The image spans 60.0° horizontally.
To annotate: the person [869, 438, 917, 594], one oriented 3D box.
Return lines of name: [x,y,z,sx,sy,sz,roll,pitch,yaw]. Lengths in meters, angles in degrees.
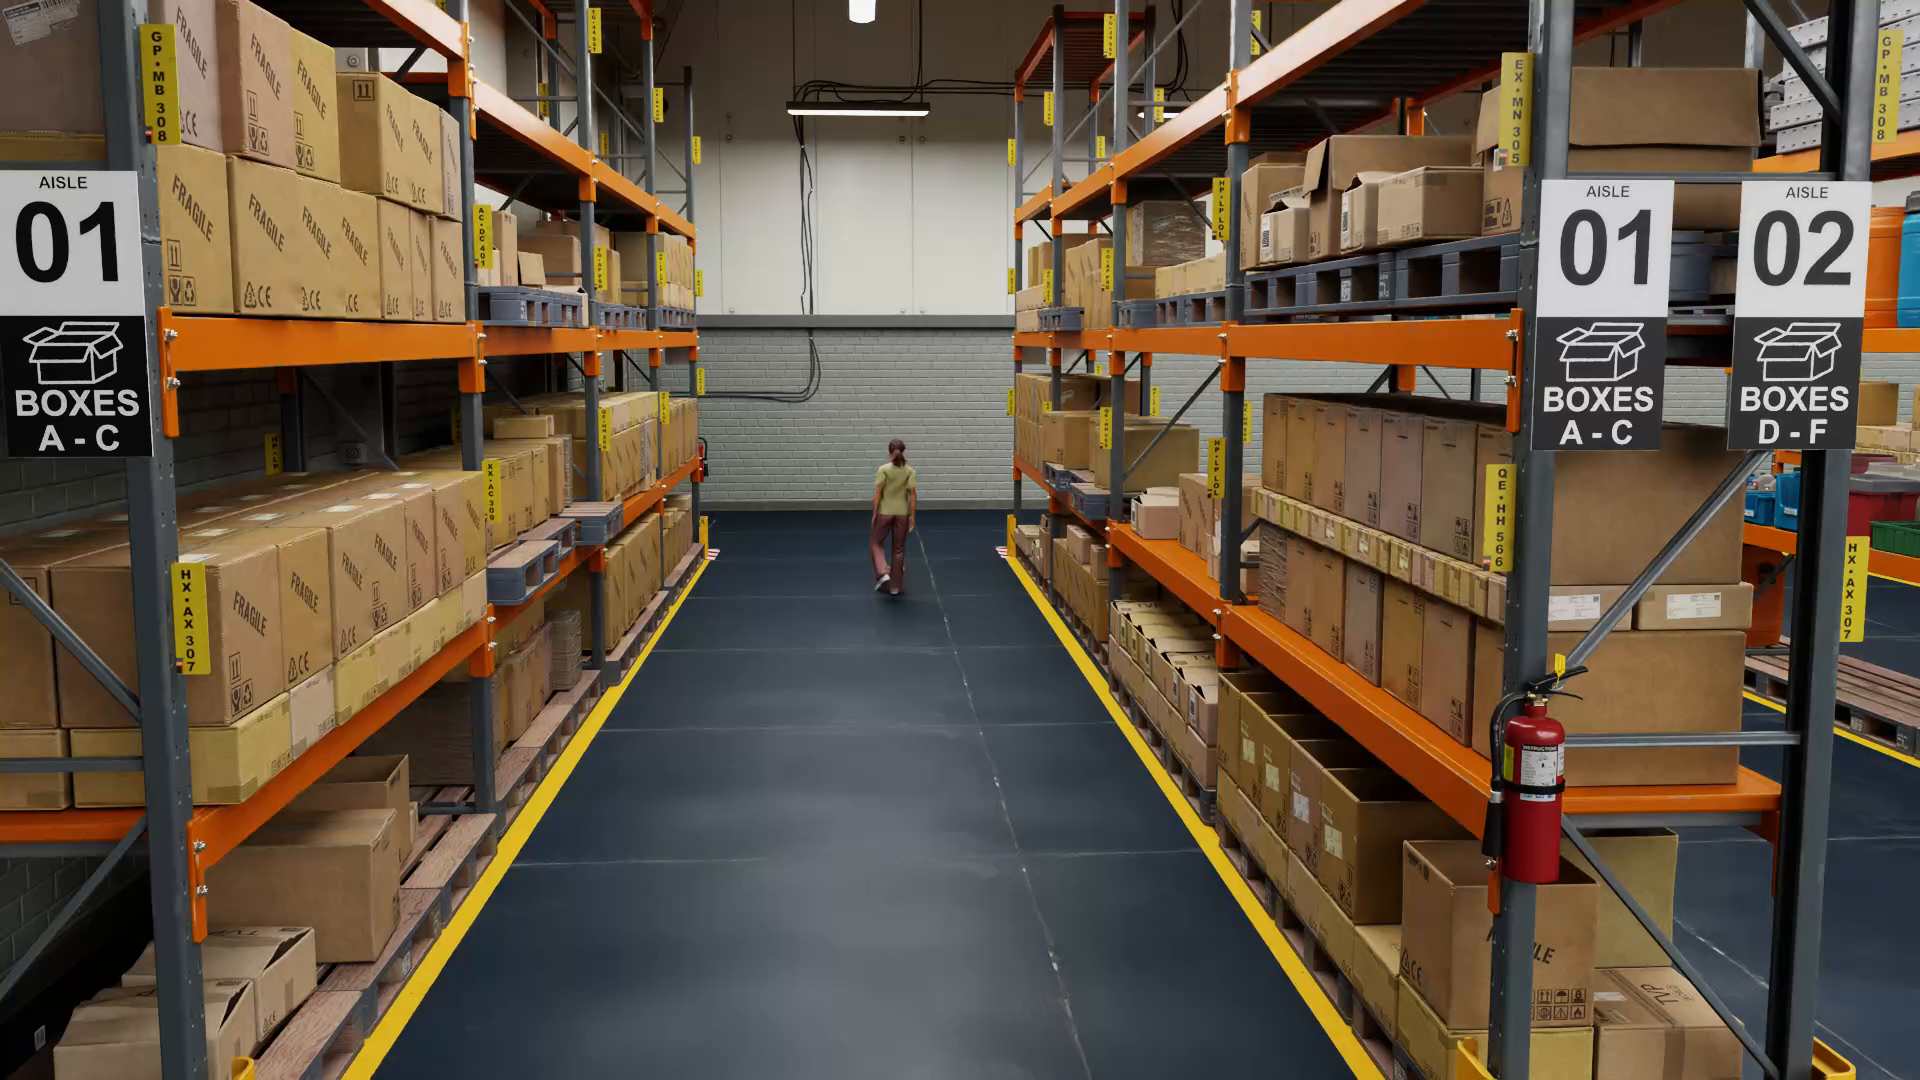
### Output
person: [-0.710,-0.245,17.597,0.489,1.668,0.608,-1,7,-11]
